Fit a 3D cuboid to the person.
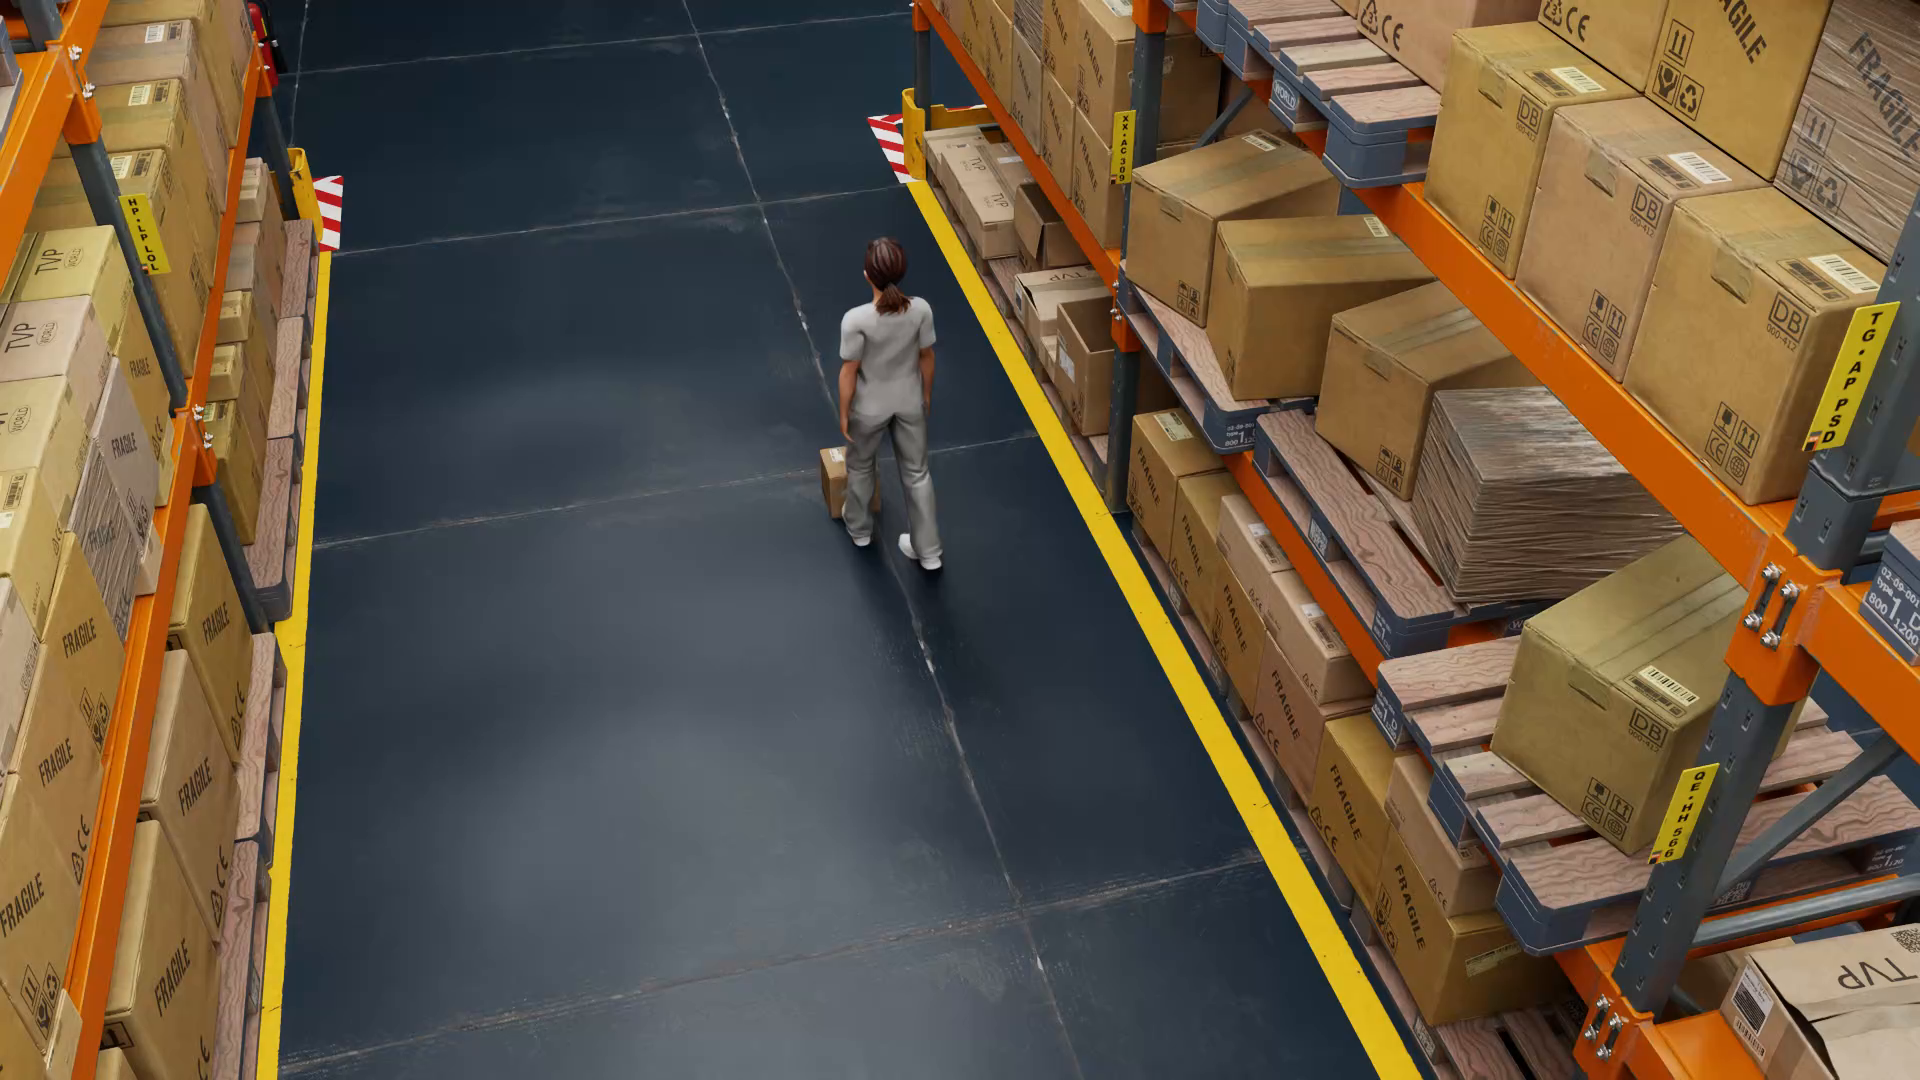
[{"bbox_3d":[-0.351,-0.636,7.519,0.451,1.675,0.616,-12,40,-15],"label":"person"}]
